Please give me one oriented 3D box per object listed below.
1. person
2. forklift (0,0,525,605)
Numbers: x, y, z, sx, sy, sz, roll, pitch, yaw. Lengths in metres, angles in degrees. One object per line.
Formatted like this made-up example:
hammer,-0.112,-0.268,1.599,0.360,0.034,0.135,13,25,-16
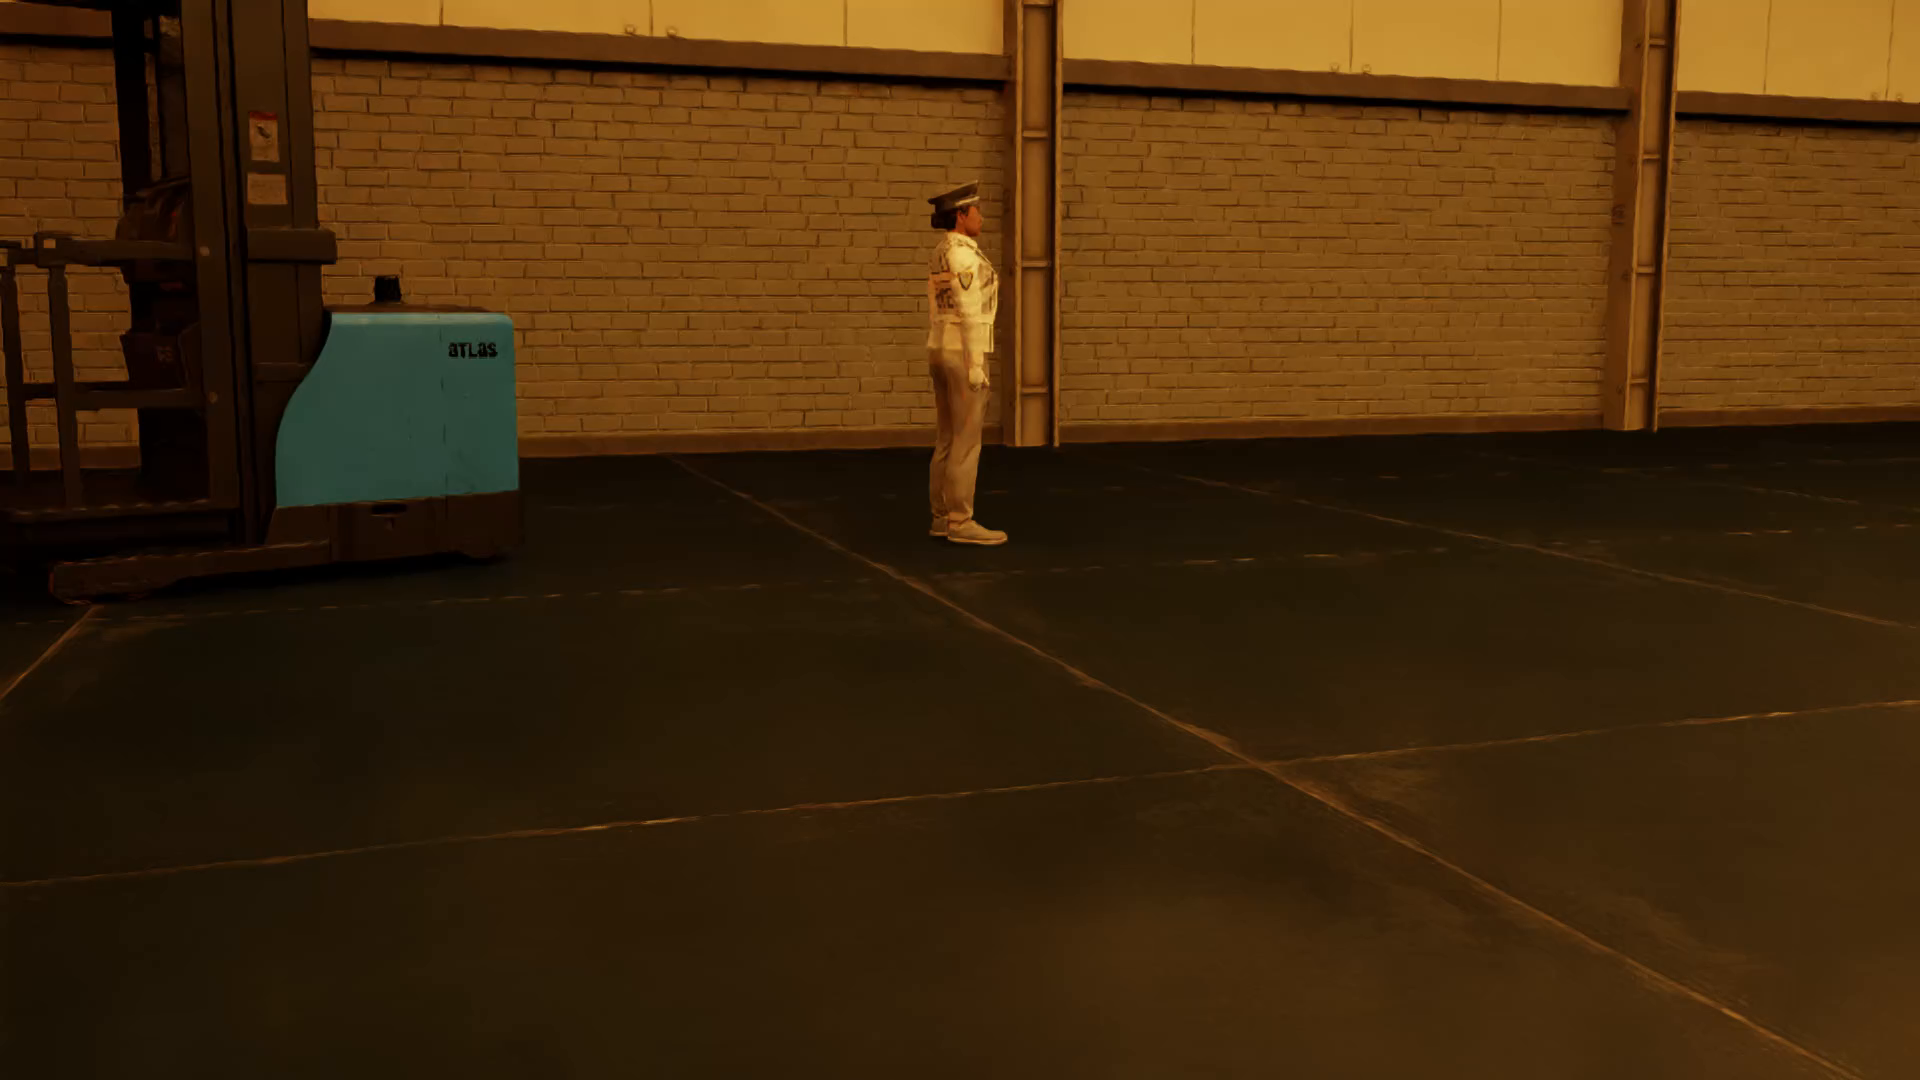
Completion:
person,0.014,-0.836,7.816,0.337,1.692,0.463,-3,8,-18
forklift,-3.373,-1.290,6.533,3.031,2.935,1.130,-6,10,-38
